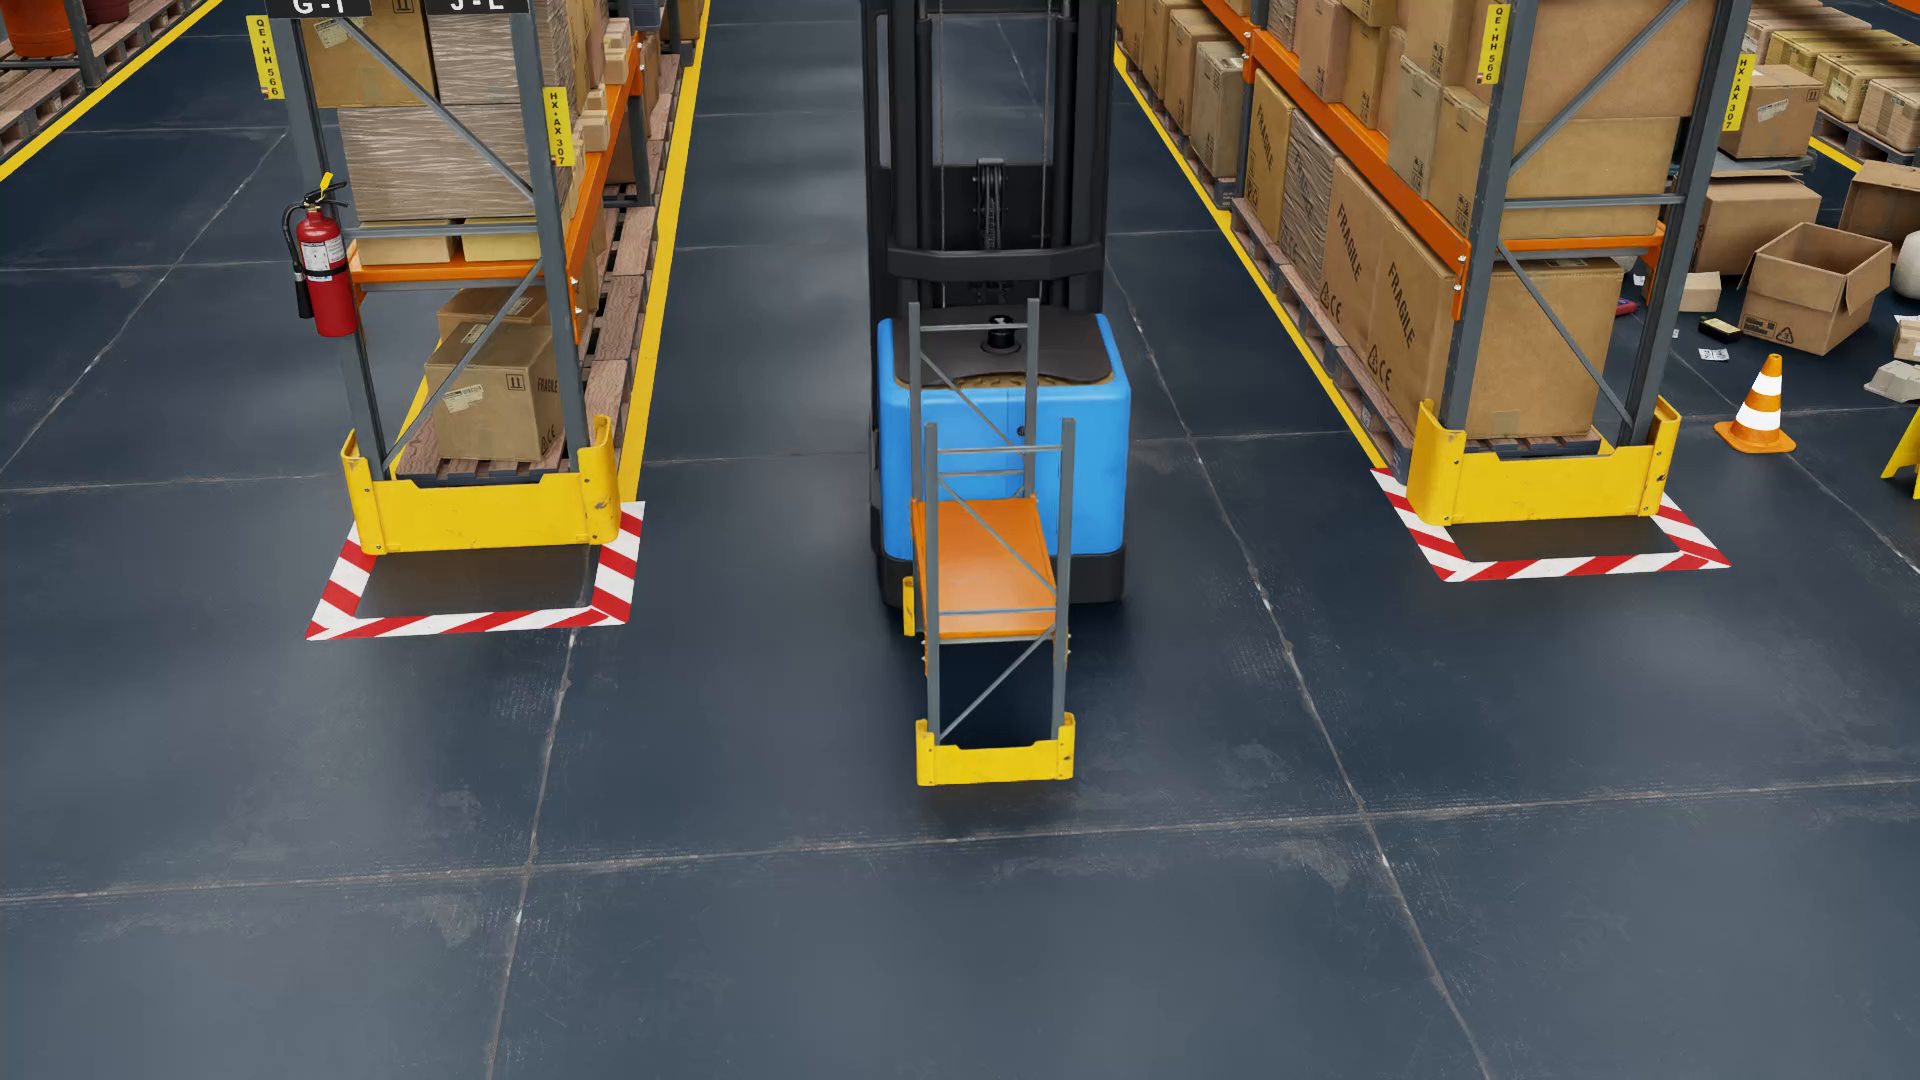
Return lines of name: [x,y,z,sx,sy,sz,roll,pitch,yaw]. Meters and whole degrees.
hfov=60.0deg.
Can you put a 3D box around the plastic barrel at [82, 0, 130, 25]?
plastic barrel: [-8.033,-5.111,15.324,0.600,0.588,0.708,-3,31,-5]

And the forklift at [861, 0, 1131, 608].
forklift: [0.106,-1.690,7.720,1.130,2.935,3.031,-2,31,-3]

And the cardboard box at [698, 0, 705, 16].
cardboard box: [-3.053,-5.455,15.620,1.225,0.875,0.875,-3,31,-4]

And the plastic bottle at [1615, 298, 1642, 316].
plastic bottle: [3.973,-1.409,10.050,0.283,0.061,0.133,-14,33,-22]

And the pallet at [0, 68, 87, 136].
pallet: [-7.831,-3.546,13.481,1.003,0.211,1.213,-3,31,-5]

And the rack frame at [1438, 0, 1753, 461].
rack frame: [2.761,-1.480,7.302,1.000,3.000,0.127,-3,31,-5]

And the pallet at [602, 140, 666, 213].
pallet: [-2.634,-2.536,11.790,1.003,0.211,1.213,-3,31,-5]

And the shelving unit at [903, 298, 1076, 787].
shelving unit: [0.092,-0.010,6.304,0.587,1.500,1.083,-2,31,-4]

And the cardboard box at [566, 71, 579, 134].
cardboard box: [-2.380,-2.253,8.210,0.875,0.500,0.500,-3,31,-5]

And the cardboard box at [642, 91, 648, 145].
cardboard box: [-2.622,-3.010,11.873,0.700,0.500,0.500,-3,31,-5]

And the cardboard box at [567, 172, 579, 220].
cardboard box: [-1.988,-1.600,7.748,0.380,0.149,0.250,-3,31,-5]

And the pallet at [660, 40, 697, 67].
pallet: [-2.932,-4.587,15.224,1.003,0.211,1.213,-3,31,-5]

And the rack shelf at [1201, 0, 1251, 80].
rack shelf: [2.201,-4.234,12.615,1.077,0.370,4.000,-3,31,-5]

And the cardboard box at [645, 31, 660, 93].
cardboard box: [-2.787,-3.870,13.313,0.700,0.500,0.500,-5,31,-9]

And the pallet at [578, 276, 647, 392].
pallet: [-2.345,-1.173,9.508,1.003,0.211,1.213,-3,31,-5]

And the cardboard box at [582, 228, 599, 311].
cardboard box: [-2.365,-1.632,9.584,0.500,0.500,0.500,-5,31,-9]

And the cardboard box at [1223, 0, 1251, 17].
cardboard box: [2.073,-3.818,11.120,0.500,0.500,0.500,-3,31,-5]

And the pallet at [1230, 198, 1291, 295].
pallet: [2.381,-1.933,10.780,1.003,0.211,1.213,-3,31,-5]

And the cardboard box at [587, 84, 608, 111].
cardboard box: [-2.122,-2.366,9.030,0.380,0.149,0.250,-3,31,-5]

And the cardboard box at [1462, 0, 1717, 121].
cardboard box: [2.765,-2.199,7.307,0.875,0.550,0.550,-3,31,-5]

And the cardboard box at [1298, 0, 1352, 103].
cardboard box: [2.441,-2.837,9.429,0.875,0.550,0.550,-3,31,-5]

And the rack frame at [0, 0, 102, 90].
rack frame: [-7.865,-5.141,13.431,1.000,3.000,0.127,-3,31,-5]

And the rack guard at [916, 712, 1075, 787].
rack guard: [0.131,0.781,6.199,0.587,0.250,0.087,-2,31,-4]

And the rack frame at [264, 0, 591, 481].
rack frame: [-2.186,-1.294,6.991,1.000,3.000,0.127,-3,31,-5]

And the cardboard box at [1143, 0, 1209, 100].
cardboard box: [2.066,-4.017,13.335,1.050,0.750,0.750,-2,31,-4]

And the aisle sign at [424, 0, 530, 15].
aisle sign: [-1.882,-2.392,6.295,0.394,0.787,0.004,-3,31,-5]

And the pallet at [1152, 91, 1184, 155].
pallet: [2.123,-3.339,13.135,1.003,0.211,1.213,-3,31,-5]

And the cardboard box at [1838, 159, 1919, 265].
cardboard box: [6.052,-2.126,10.820,0.500,0.500,0.500,20,36,29]

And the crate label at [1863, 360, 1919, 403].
crate label: [5.147,-0.869,9.071,0.250,0.136,0.298,-20,36,-30]

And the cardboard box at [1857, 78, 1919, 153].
cardboard box: [7.255,-3.130,12.219,0.950,0.372,0.625,-2,31,-4]

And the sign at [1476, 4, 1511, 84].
sign: [2.220,-2.059,6.913,0.100,0.325,0.005,-3,31,-5]

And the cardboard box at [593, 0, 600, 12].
cardboard box: [-2.107,-2.953,8.406,0.500,0.500,0.500,-3,31,-5]

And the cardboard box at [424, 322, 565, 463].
cardboard box: [-2.228,-0.720,8.059,0.500,0.500,0.500,3,31,5]

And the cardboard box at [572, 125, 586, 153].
cardboard box: [-2.099,-1.981,8.386,0.380,0.149,0.250,-3,31,-5]

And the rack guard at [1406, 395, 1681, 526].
rack guard: [2.764,-0.394,7.922,1.175,0.500,0.348,-3,31,-5]

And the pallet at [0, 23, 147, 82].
pallet: [-7.980,-4.344,14.817,1.003,0.211,1.213,-3,31,-5]

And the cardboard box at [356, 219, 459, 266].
cardboard box: [-2.418,-1.321,7.282,0.380,0.149,0.250,-3,31,-5]

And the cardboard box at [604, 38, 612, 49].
cardboard box: [-2.270,-2.874,9.881,0.380,0.149,0.250,-3,31,-5]

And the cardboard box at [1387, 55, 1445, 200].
cardboard box: [2.609,-2.011,8.045,0.875,0.550,0.550,-3,31,-5]

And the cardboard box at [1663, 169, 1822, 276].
cardboard box: [4.900,-2.007,10.488,0.797,0.637,0.503,-3,31,-5]

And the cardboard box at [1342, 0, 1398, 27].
cardboard box: [2.526,-3.032,8.702,0.875,0.550,0.500,-3,31,-5]

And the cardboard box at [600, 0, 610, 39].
cardboard box: [-2.580,-3.274,9.918,0.875,0.500,0.500,-3,31,-5]

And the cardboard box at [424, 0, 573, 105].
cardboard box: [-1.966,-2.187,7.124,0.500,0.500,0.500,-3,31,-5]

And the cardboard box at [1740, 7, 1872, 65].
cardboard box: [7.053,-4.240,14.076,0.950,0.372,0.625,-3,31,-6]

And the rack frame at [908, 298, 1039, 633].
rack frame: [0.053,-0.265,6.732,0.500,1.500,0.032,-2,31,-4]

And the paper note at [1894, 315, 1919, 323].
paper note: [5.680,-1.317,9.936,0.148,0.019,0.142,8,32,13]

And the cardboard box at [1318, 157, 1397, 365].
cardboard box: [2.548,-1.540,9.065,0.875,0.875,0.875,-3,31,-5]
